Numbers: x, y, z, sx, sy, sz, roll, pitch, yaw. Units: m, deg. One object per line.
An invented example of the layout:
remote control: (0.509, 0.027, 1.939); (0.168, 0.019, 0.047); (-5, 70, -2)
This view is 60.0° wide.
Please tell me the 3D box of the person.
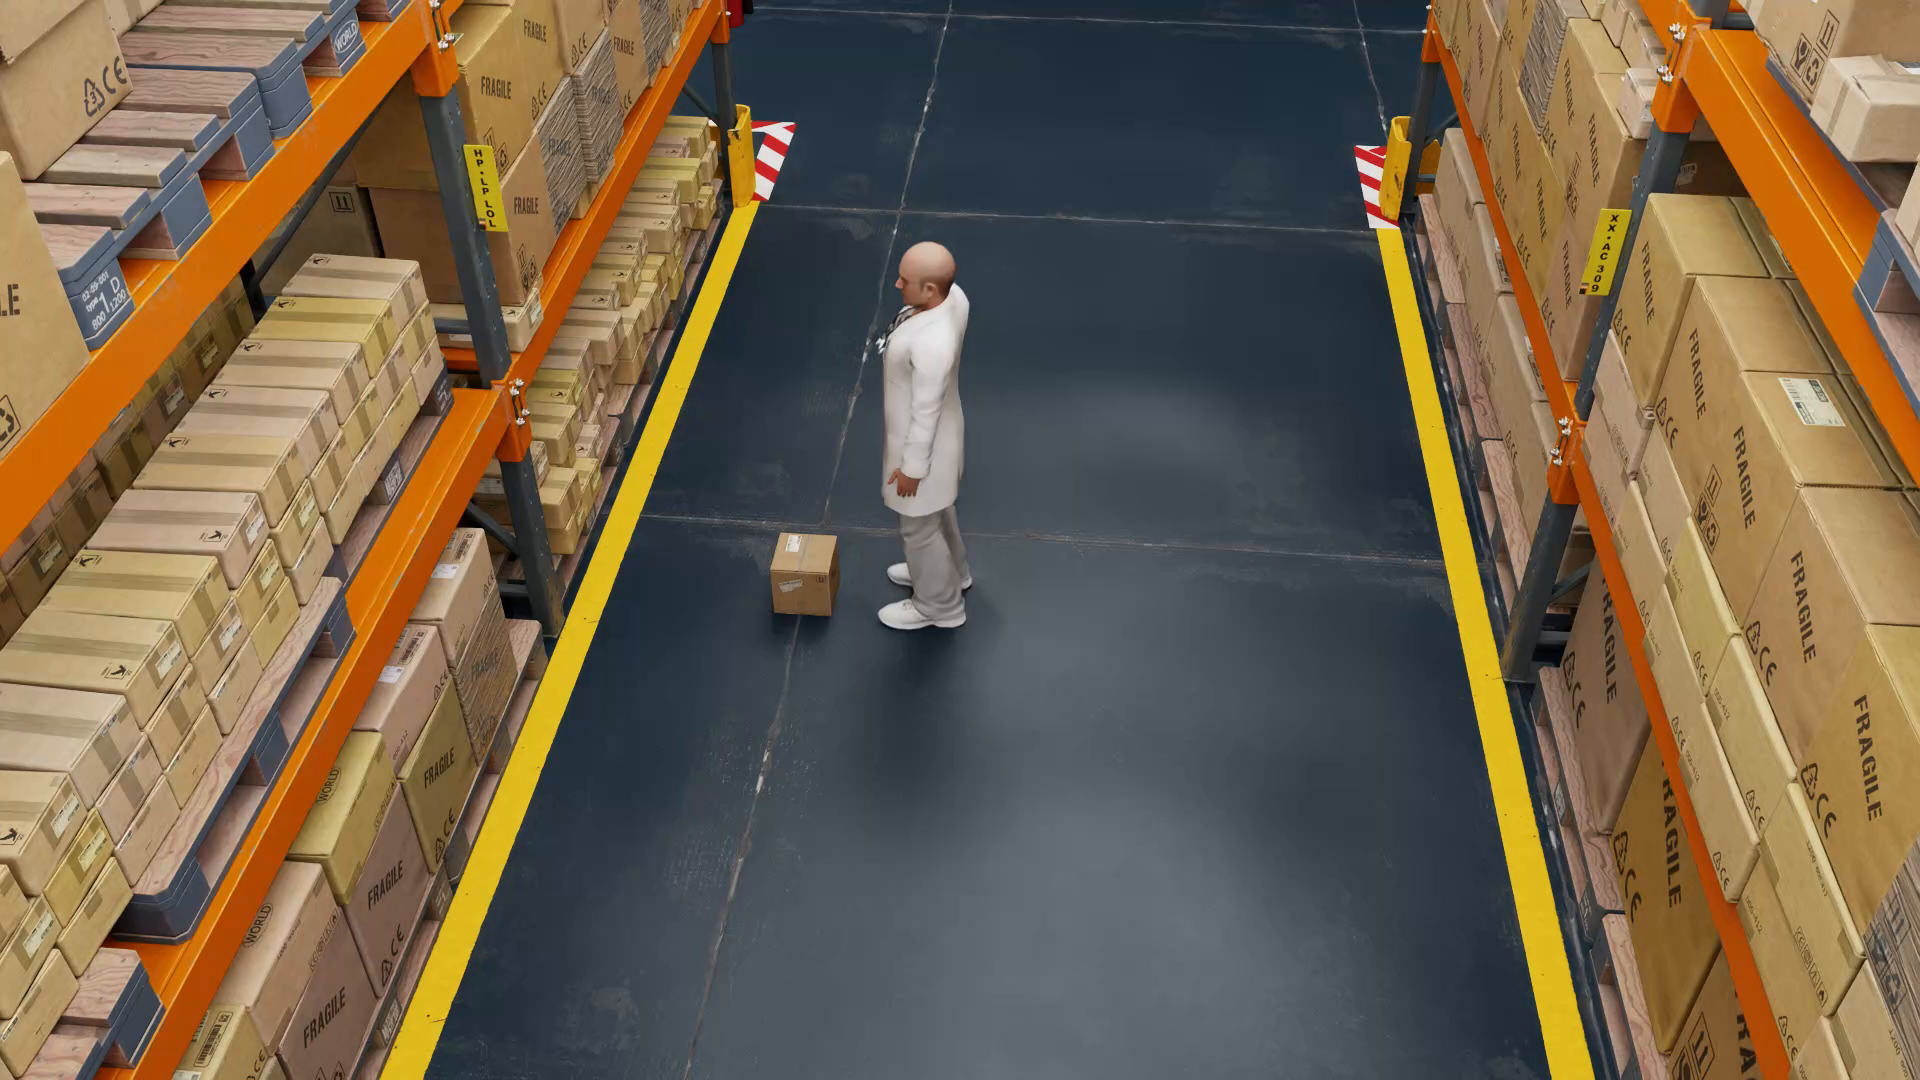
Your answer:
person: (-0.152, -0.398, 6.653); (0.379, 1.775, 0.562); (4, 40, 5)
